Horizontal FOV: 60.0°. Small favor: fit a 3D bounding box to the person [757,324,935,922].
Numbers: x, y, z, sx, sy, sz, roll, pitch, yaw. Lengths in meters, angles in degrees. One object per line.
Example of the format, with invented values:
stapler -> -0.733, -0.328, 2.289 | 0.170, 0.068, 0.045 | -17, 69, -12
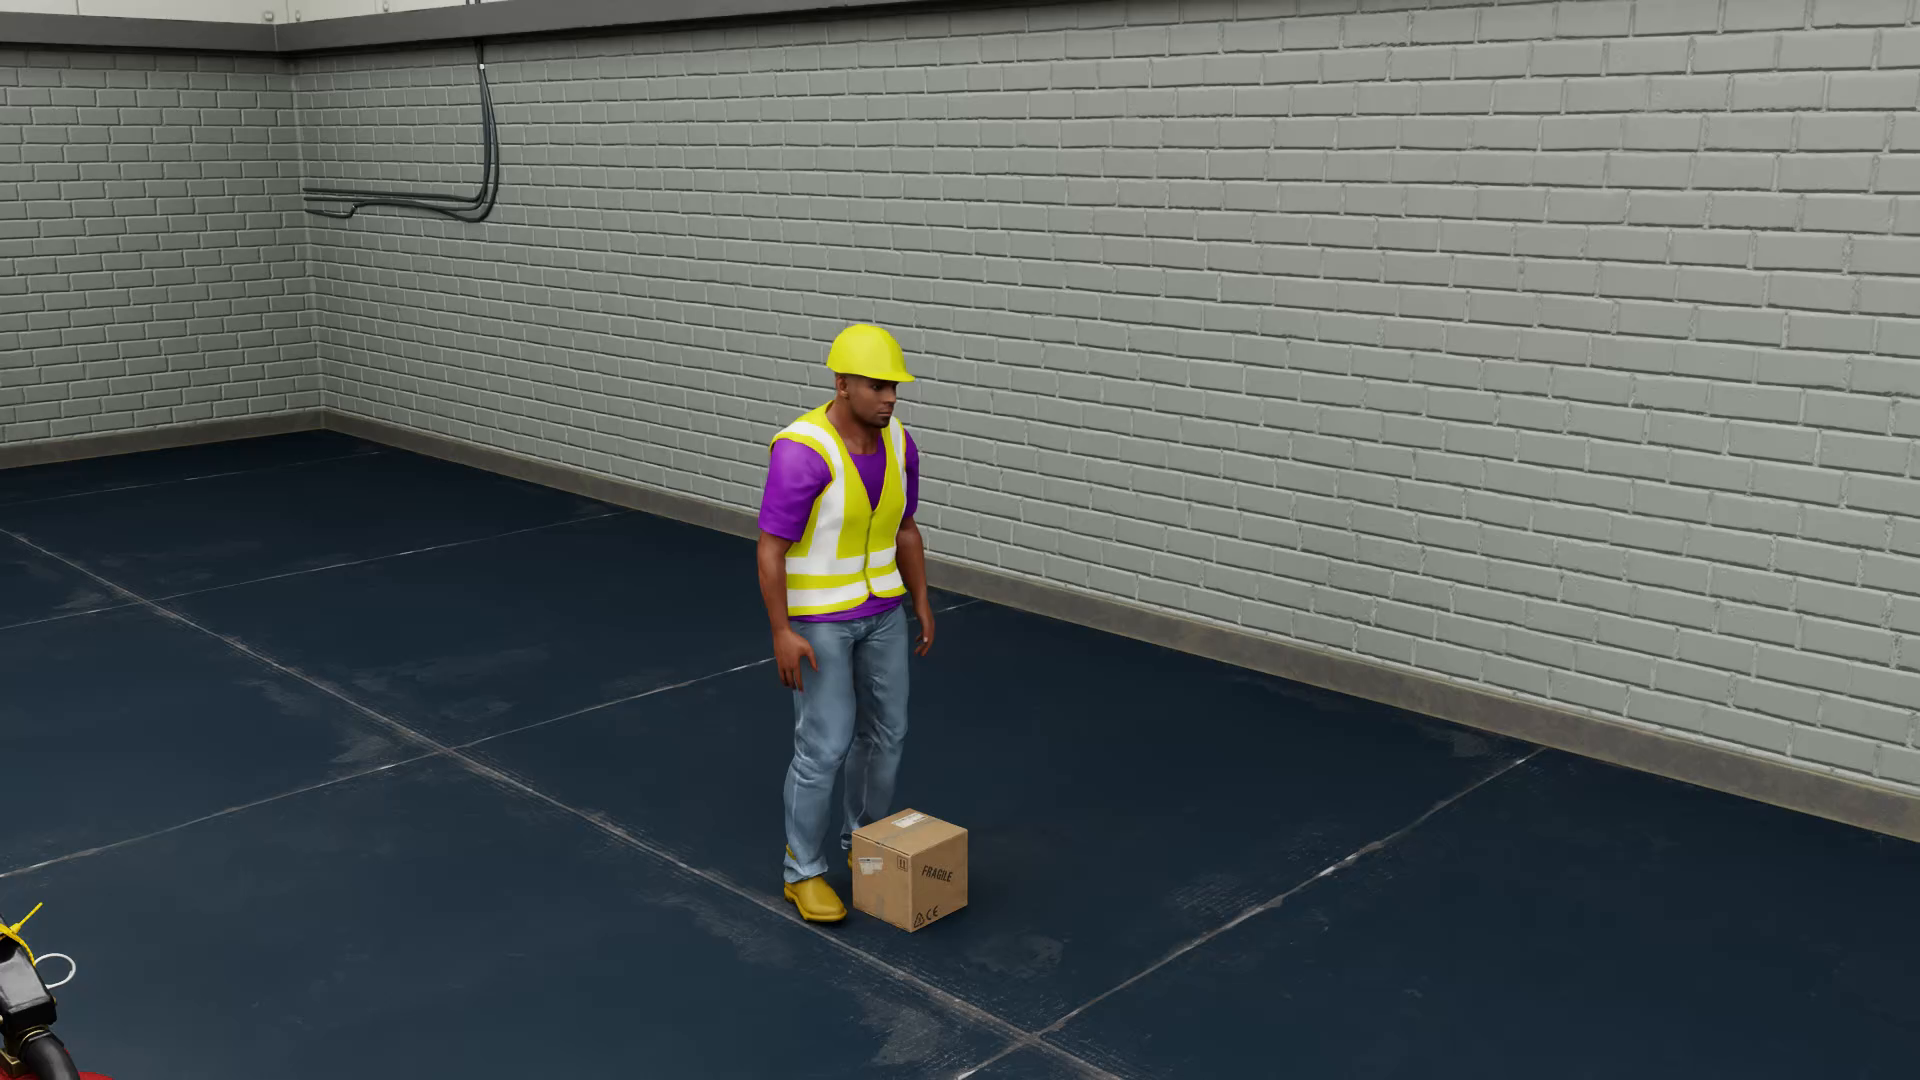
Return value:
person -> -0.327, 0.230, 5.007 | 0.456, 1.761, 0.627 | 13, 19, 43
